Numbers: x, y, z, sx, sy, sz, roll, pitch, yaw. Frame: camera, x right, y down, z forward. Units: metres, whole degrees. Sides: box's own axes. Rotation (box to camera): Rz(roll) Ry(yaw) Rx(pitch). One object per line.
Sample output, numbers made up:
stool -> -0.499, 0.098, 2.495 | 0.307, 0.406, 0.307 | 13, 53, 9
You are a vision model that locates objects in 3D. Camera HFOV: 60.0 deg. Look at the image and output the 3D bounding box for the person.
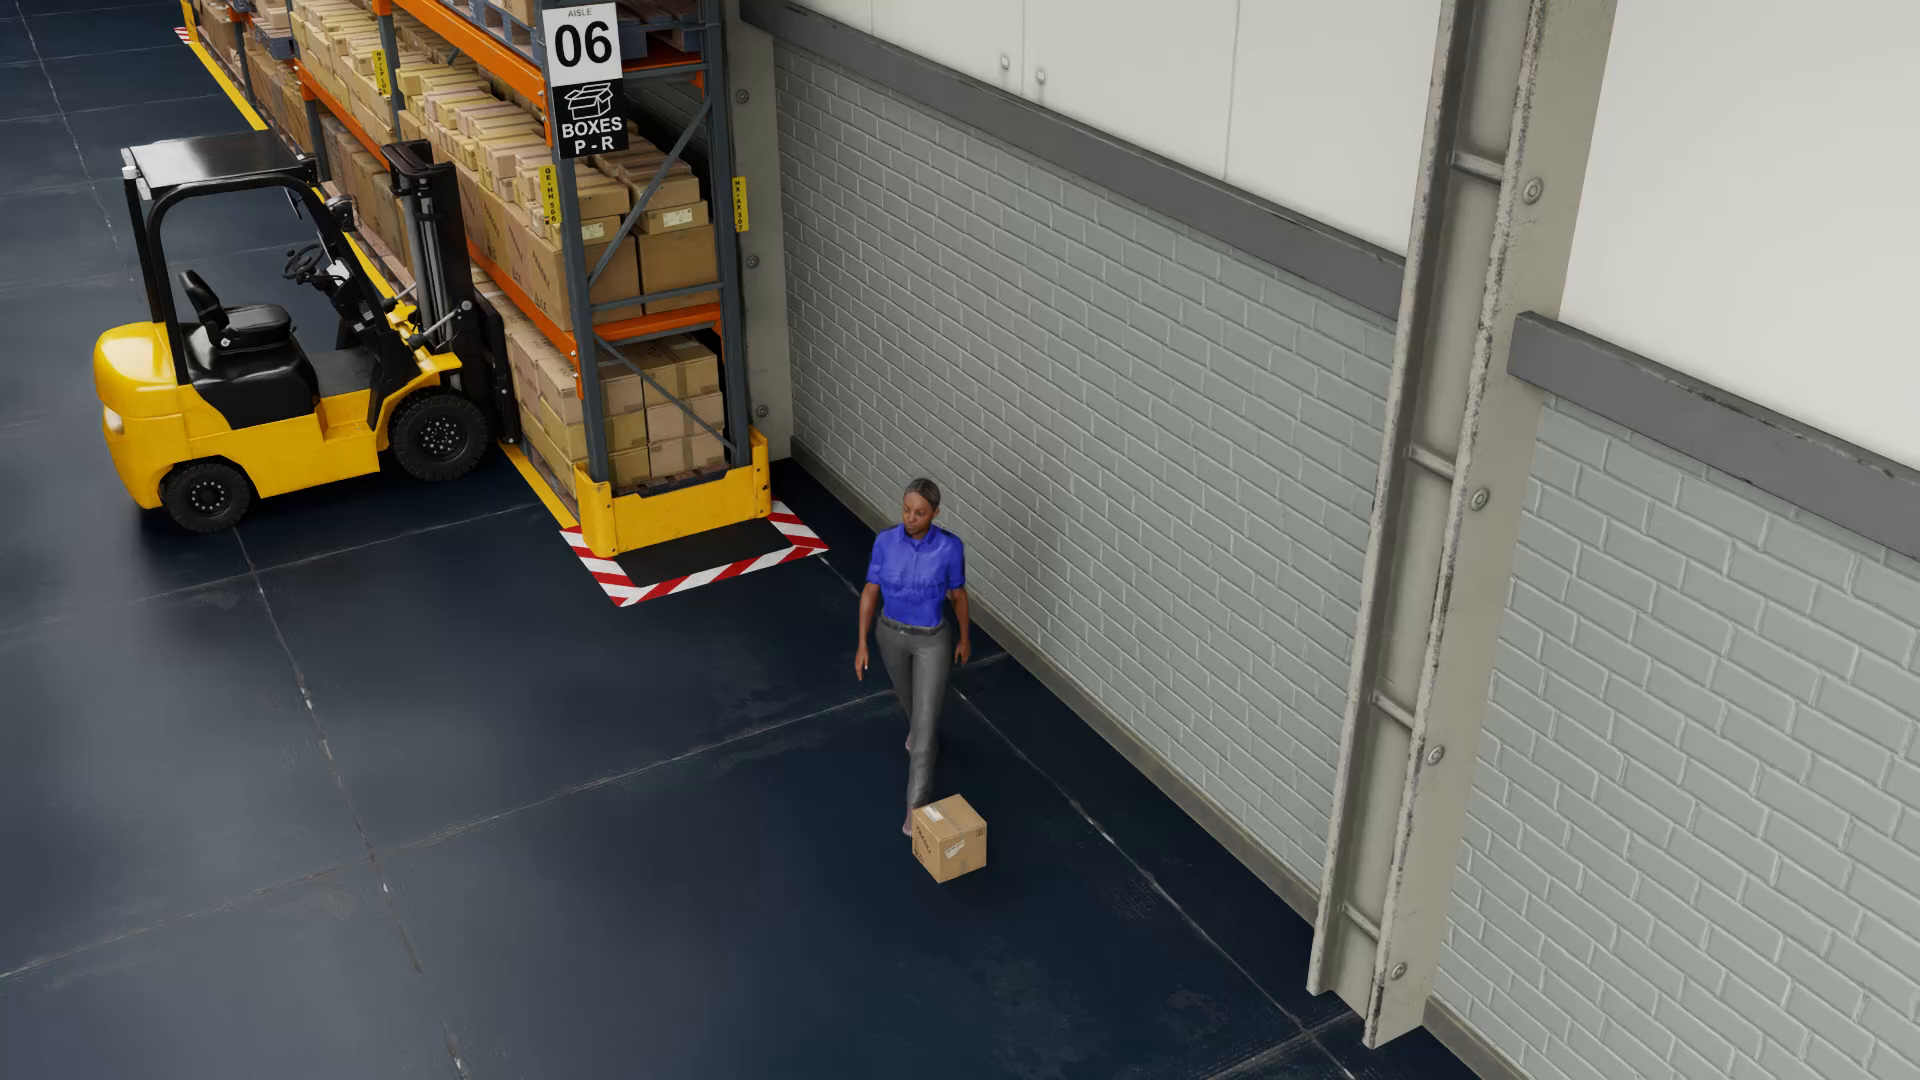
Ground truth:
person -> -0.228, 0.483, 7.699 | 0.478, 1.605, 0.958 | 8, 30, 14
